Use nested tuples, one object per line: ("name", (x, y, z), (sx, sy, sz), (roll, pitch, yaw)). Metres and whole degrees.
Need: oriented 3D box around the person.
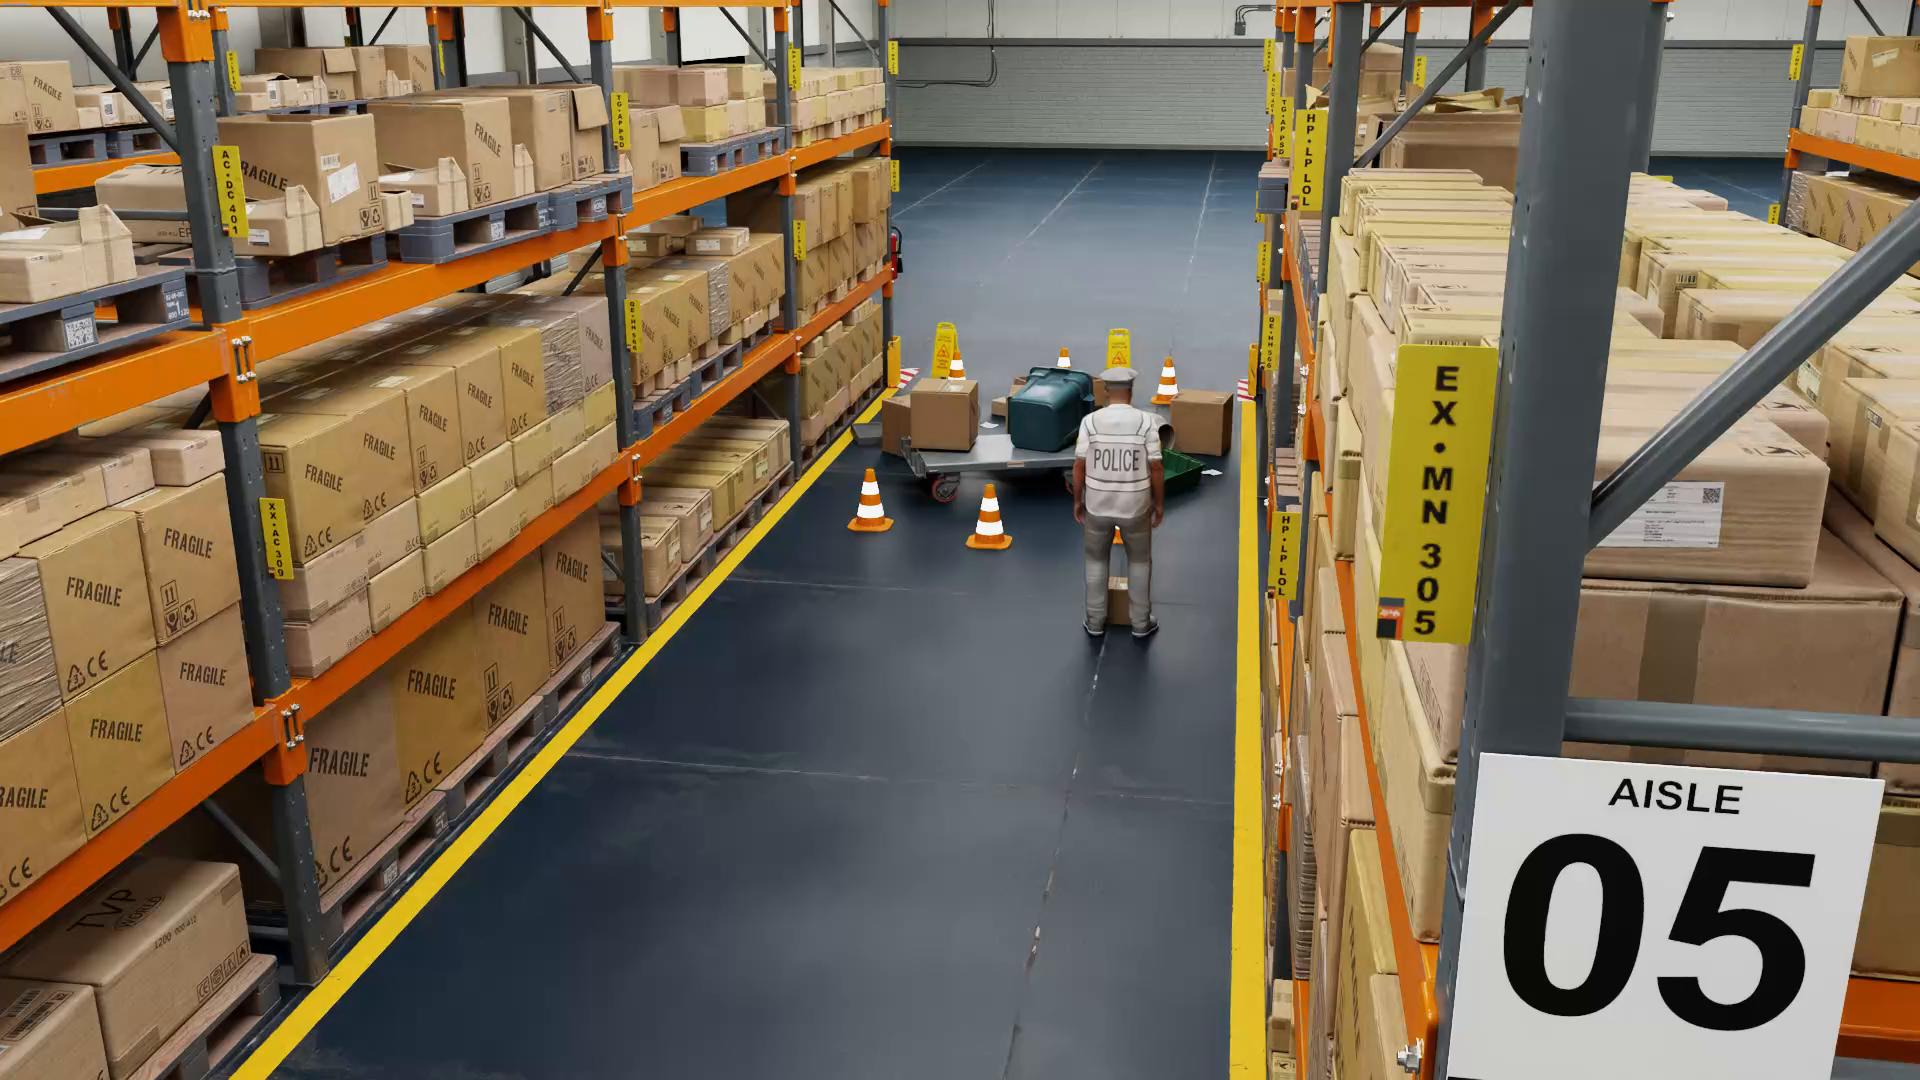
("person", (1.020, -0.223, 10.736), (0.587, 1.748, 0.437), (3, 18, 9))
